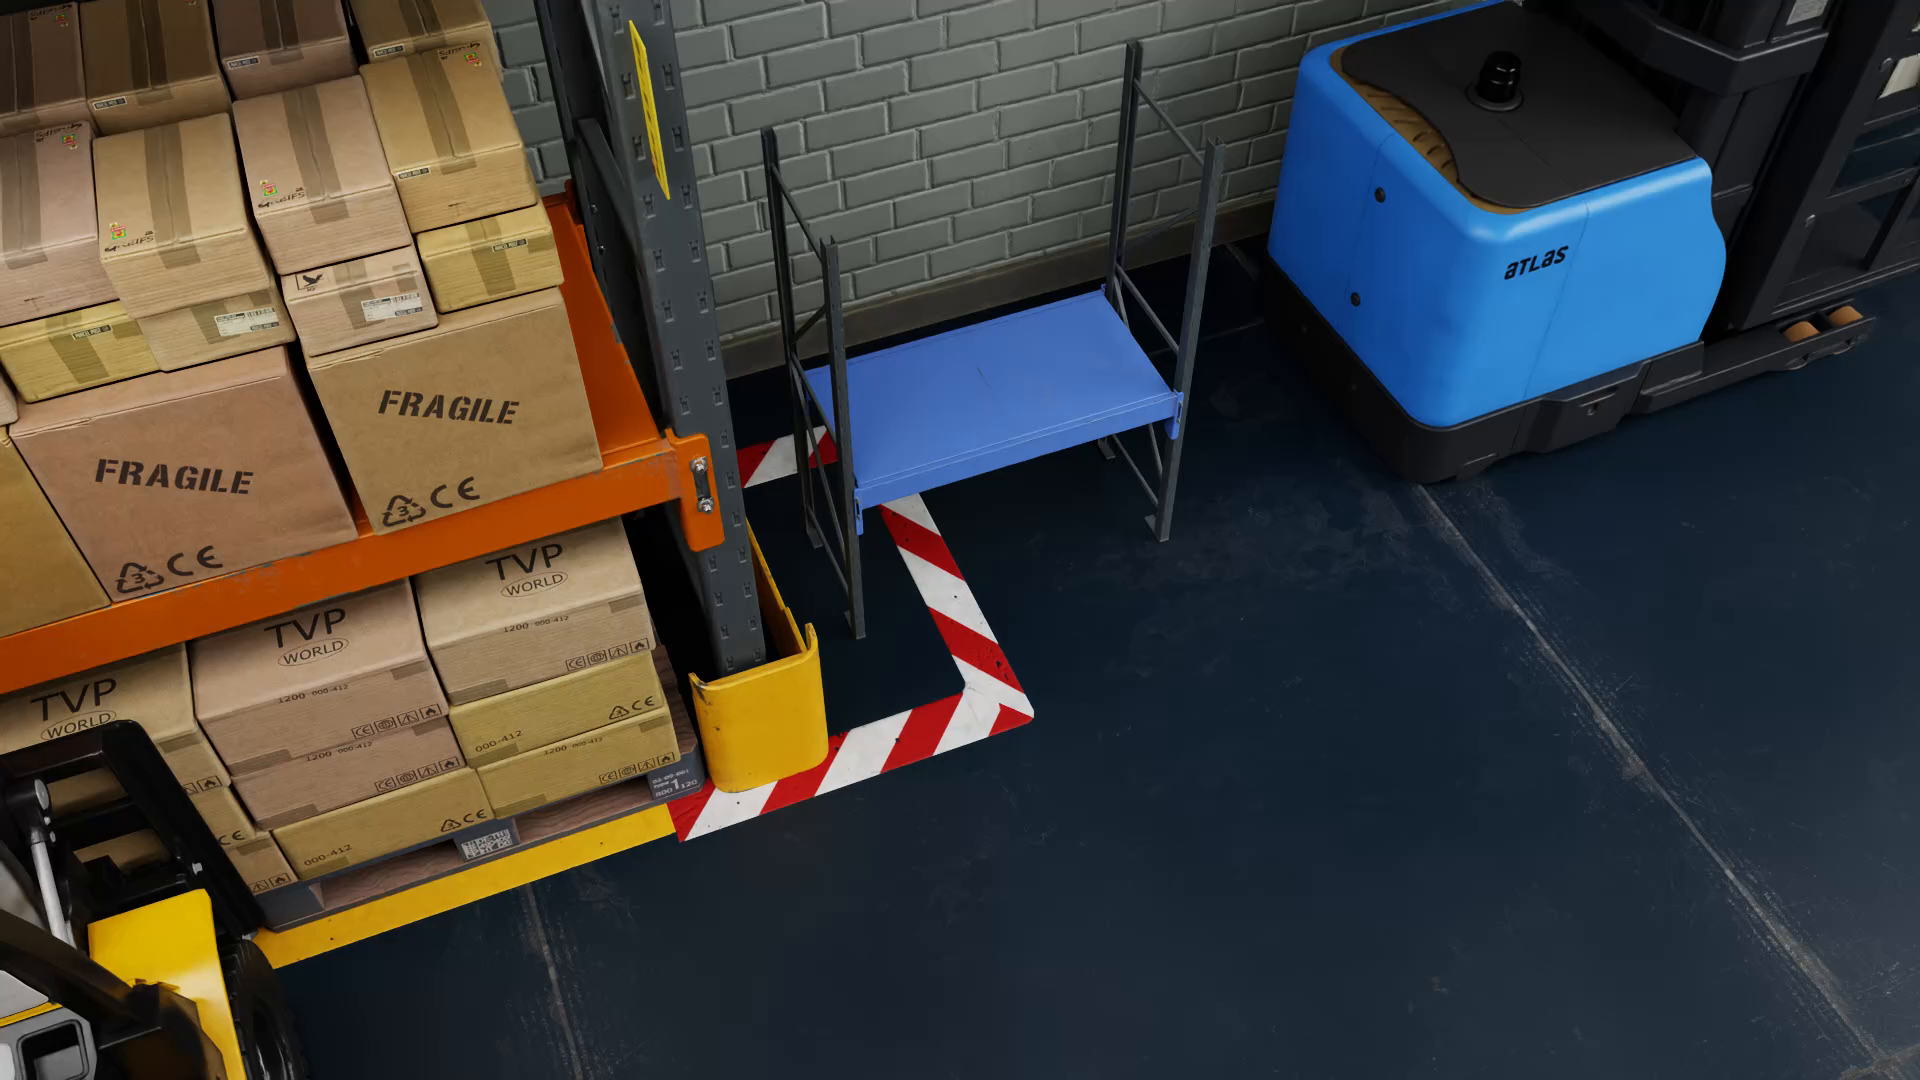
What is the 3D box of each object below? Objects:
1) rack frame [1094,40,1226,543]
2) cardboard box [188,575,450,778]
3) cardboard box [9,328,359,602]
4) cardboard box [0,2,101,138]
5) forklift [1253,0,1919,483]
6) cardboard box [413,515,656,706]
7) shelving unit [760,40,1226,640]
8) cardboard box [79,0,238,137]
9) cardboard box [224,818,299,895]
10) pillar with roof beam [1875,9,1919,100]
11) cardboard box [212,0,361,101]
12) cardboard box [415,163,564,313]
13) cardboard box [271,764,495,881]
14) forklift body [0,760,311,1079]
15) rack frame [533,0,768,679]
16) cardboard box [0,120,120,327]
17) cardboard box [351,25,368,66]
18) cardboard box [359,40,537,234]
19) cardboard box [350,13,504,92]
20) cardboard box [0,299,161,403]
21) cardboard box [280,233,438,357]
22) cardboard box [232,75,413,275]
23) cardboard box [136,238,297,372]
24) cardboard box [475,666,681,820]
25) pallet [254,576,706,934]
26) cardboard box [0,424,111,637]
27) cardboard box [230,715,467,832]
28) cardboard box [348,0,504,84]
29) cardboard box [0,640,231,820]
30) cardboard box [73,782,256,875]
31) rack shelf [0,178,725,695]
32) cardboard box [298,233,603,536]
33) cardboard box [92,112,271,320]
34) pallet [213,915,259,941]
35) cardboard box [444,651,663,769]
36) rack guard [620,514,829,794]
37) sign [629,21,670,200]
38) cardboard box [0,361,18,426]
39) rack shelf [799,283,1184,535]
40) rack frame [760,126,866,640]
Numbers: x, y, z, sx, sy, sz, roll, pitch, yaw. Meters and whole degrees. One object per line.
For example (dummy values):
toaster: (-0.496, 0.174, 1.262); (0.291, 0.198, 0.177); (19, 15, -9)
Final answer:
rack frame: (0.550, -0.659, 4.827); (0.032, 1.500, 0.500); (-17, 52, -14)
cardboard box: (-1.535, 0.228, 3.954); (0.500, 0.250, 0.500); (-16, 51, -14)
cardboard box: (-1.596, -0.272, 3.440); (0.500, 0.500, 0.500); (-16, 51, -13)
cardboard box: (-1.876, -0.904, 3.360); (0.250, 0.149, 0.380); (-17, 51, -14)
forklift: (2.600, -1.893, 4.943); (3.031, 2.935, 1.130); (-19, 52, -15)
cardboard box: (-1.064, 0.077, 4.083); (0.500, 0.250, 0.500); (-16, 51, -13)
shelving unit: (0.079, -0.513, 4.702); (1.048, 1.500, 0.538); (-17, 52, -14)
cardboard box: (-1.642, -0.965, 3.412); (0.250, 0.149, 0.380); (-16, 51, -14)
cardboard box: (-2.002, 0.682, 4.223); (0.500, 0.250, 0.500); (-17, 51, -14)
pillar with roof beam: (5.441, -1.793, 0.858); (0.400, 9.000, 9.100); (-17, 52, -14)
cardboard box: (-1.417, -1.069, 3.502); (0.250, 0.149, 0.380); (-16, 51, -13)
cardboard box: (-0.971, -0.655, 3.342); (0.250, 0.149, 0.380); (-17, 51, -14)
cardboard box: (-1.535, 0.544, 4.341); (0.500, 0.250, 0.500); (-17, 52, -14)
forklift body: (-1.822, 1.394, 2.635); (1.214, 2.155, 2.313); (-17, 52, -14)
rack frame: (-0.756, -0.707, 3.880); (0.127, 3.000, 1.000); (-17, 52, -14)
cardboard box: (-1.715, -0.592, 3.091); (0.250, 0.149, 0.380); (-17, 51, -14)
cardboard box: (-1.372, -0.921, 3.570); (0.250, 0.149, 0.380); (-17, 52, -14)
cardboard box: (-1.008, -0.797, 3.268); (0.250, 0.149, 0.380); (-17, 51, -14)
cardboard box: (-1.168, -1.036, 3.669); (0.250, 0.149, 0.380); (-18, 52, -15)
cardboard box: (-1.693, -0.466, 3.180); (0.250, 0.149, 0.380); (-18, 52, -15)
cardboard box: (-1.196, -0.561, 3.261); (0.250, 0.149, 0.380); (-16, 51, -14)
cardboard box: (-1.224, -0.705, 3.188); (0.250, 0.149, 0.380); (-17, 51, -14)
cardboard box: (-1.460, -0.529, 3.234); (0.250, 0.149, 0.380); (-16, 51, -14)
cardboard box: (-1.071, 0.408, 4.458); (0.500, 0.250, 0.500); (-17, 51, -14)
pallet: (-1.448, 0.450, 4.724); (1.213, 0.211, 1.003); (-17, 52, -14)
cardboard box: (-2.070, -0.125, 3.314); (0.500, 0.500, 0.500); (-18, 52, -15)
cardboard box: (-1.557, 0.384, 4.149); (0.500, 0.250, 0.500); (-18, 52, -15)
cardboard box: (-1.148, -1.102, 3.529); (0.250, 0.149, 0.380); (-18, 52, -15)
cardboard box: (-1.998, 0.379, 3.823); (0.500, 0.250, 0.500); (-17, 51, -14)
cardboard box: (-2.027, 0.547, 4.009); (0.500, 0.250, 0.500); (-18, 52, -15)
rack shelf: (-2.607, 0.101, 3.660); (4.000, 0.370, 1.077); (-17, 52, -14)
cardboard box: (-1.112, -0.414, 3.563); (0.500, 0.500, 0.500); (-18, 52, -15)
cardboard box: (-1.456, -0.611, 3.108); (0.250, 0.149, 0.380); (-16, 51, -13)
pallet: (-2.576, 0.797, 4.426); (1.213, 0.211, 1.003); (-17, 52, -14)
cardboard box: (-1.088, 0.248, 4.266); (0.500, 0.250, 0.500); (-18, 52, -15)
rack guard: (-0.734, 0.100, 4.834); (0.348, 0.500, 1.175); (-17, 52, -14)
sign: (-0.564, -0.777, 3.020); (0.005, 0.325, 0.100); (-17, 52, -14)
cardboard box: (-1.923, -0.356, 3.085); (0.250, 0.149, 0.380); (-19, 52, -15)
rack shelf: (0.079, -0.396, 4.838); (1.000, 0.185, 0.538); (-17, 52, -14)
rack frame: (-0.392, -0.367, 4.577); (0.032, 1.500, 0.500); (-17, 52, -14)
